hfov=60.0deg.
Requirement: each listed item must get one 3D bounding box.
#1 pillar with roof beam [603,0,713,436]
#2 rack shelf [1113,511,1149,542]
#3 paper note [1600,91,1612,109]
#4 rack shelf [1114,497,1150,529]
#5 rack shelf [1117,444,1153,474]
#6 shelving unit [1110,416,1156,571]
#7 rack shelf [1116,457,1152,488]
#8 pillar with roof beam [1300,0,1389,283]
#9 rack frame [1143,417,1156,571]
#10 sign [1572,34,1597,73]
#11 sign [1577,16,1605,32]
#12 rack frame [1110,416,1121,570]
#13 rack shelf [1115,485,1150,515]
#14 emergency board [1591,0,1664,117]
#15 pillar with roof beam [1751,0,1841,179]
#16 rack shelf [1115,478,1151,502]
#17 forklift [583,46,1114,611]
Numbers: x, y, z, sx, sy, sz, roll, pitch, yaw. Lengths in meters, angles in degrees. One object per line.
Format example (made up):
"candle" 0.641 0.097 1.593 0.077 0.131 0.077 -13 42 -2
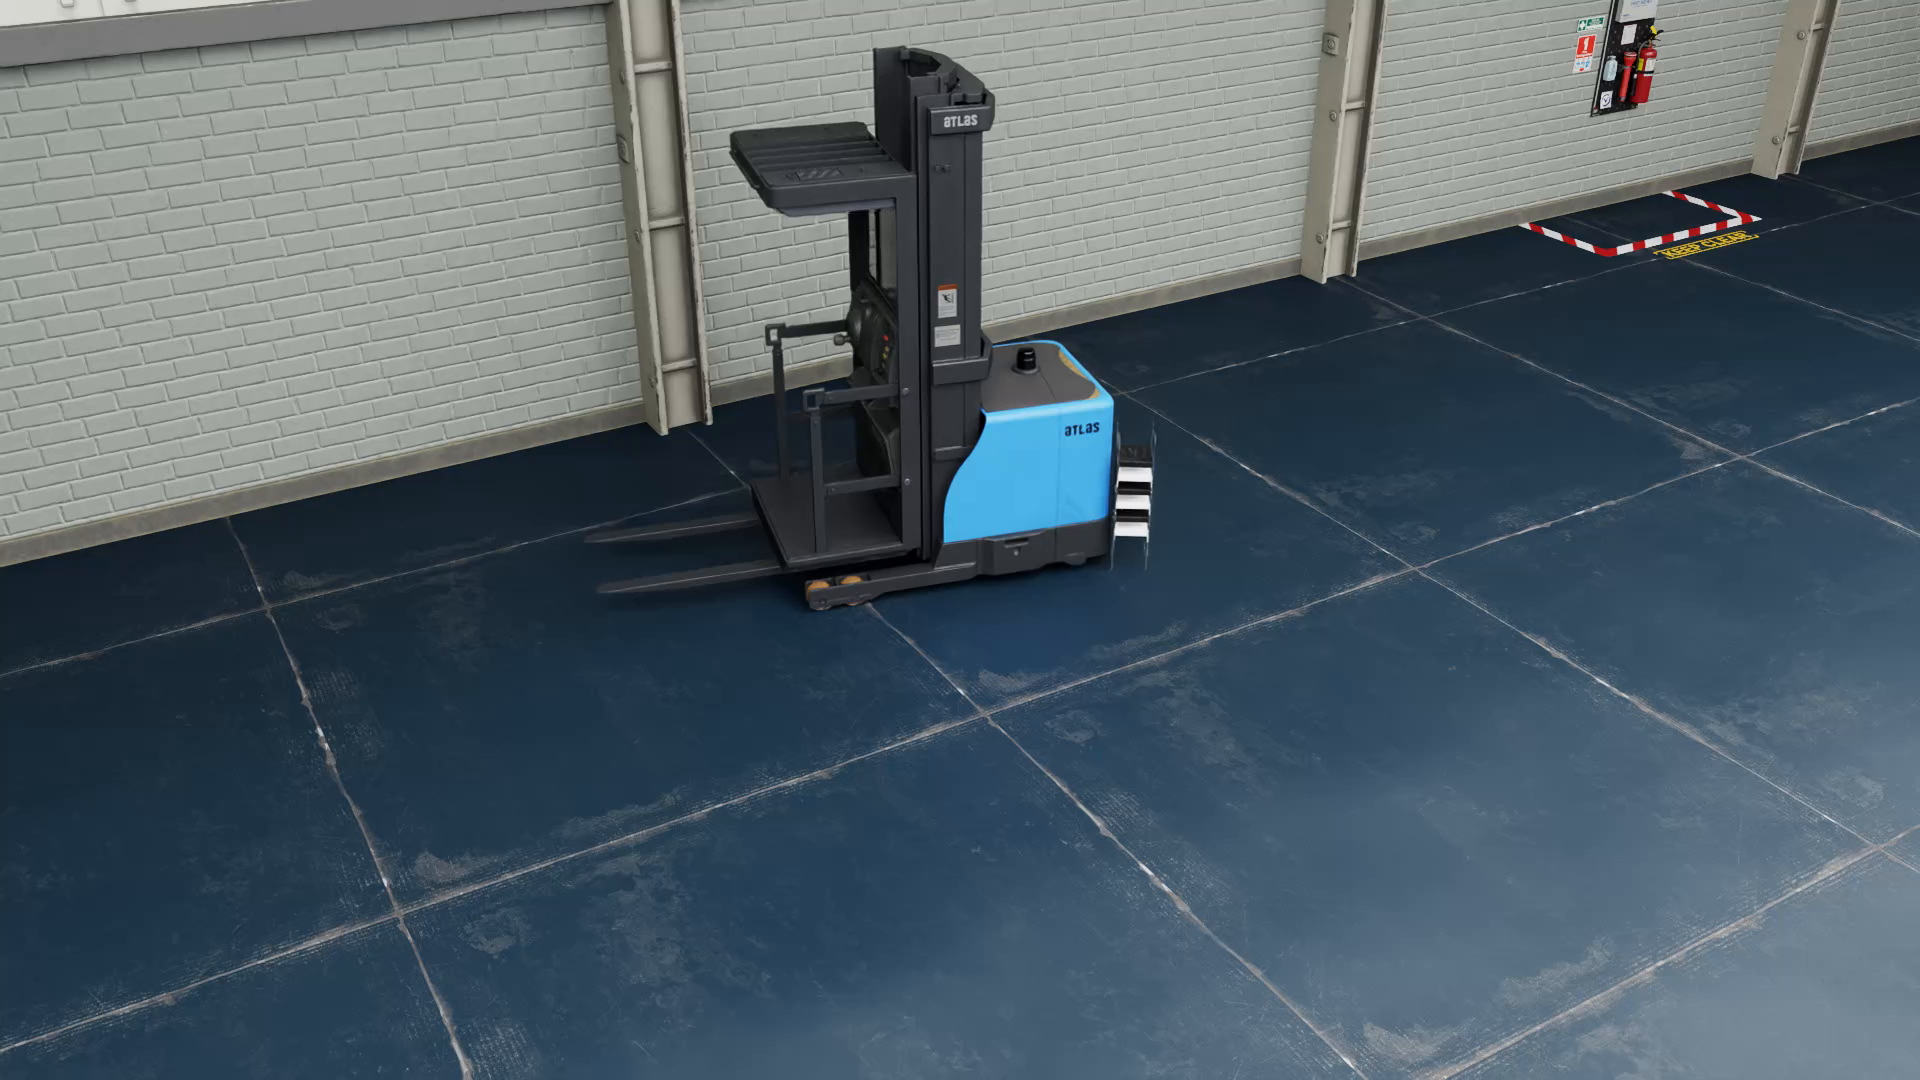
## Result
"pillar with roof beam" 0.193 -2.984 6.343 0.400 9.000 9.100 -16 33 -26
"rack shelf" 1.015 -0.083 9.909 0.200 0.077 0.258 2 29 2
"paper note" 6.021 -4.099 15.484 0.142 0.148 0.016 -16 33 -26
"rack shelf" 1.015 -0.162 9.865 0.200 0.077 0.258 2 29 2
"rack shelf" 1.018 -0.477 9.691 0.200 0.077 0.258 2 29 2
"shelving unit" 1.016 -0.270 9.805 0.210 0.900 0.258 2 29 2
"rack shelf" 1.018 -0.398 9.735 0.200 0.077 0.258 2 29 2
"pillar with roof beam" 5.366 -4.452 9.005 0.400 9.000 9.100 -16 33 -26
"rack frame" 1.118 -0.267 9.802 0.006 0.900 0.240 2 29 2
"sign" 5.679 -4.422 15.122 0.234 0.329 0.001 -16 33 -26
"sign" 5.688 -4.652 14.989 0.331 0.109 0.001 -16 33 -26
"rack frame" 0.915 -0.273 9.809 0.006 0.900 0.240 2 29 2
"rack shelf" 1.016 -0.240 9.822 0.200 0.077 0.258 2 29 2
"emergency board" 6.208 -4.499 15.298 0.643 1.169 0.194 -16 33 -26
"pillar with roof beam" 10.539 -5.921 11.666 0.400 9.000 9.100 -16 33 -26
"rack shelf" 1.017 -0.319 9.778 0.200 0.077 0.258 2 29 2
"forklift" -0.678 -1.164 9.326 3.031 2.935 1.130 -9 30 -15
